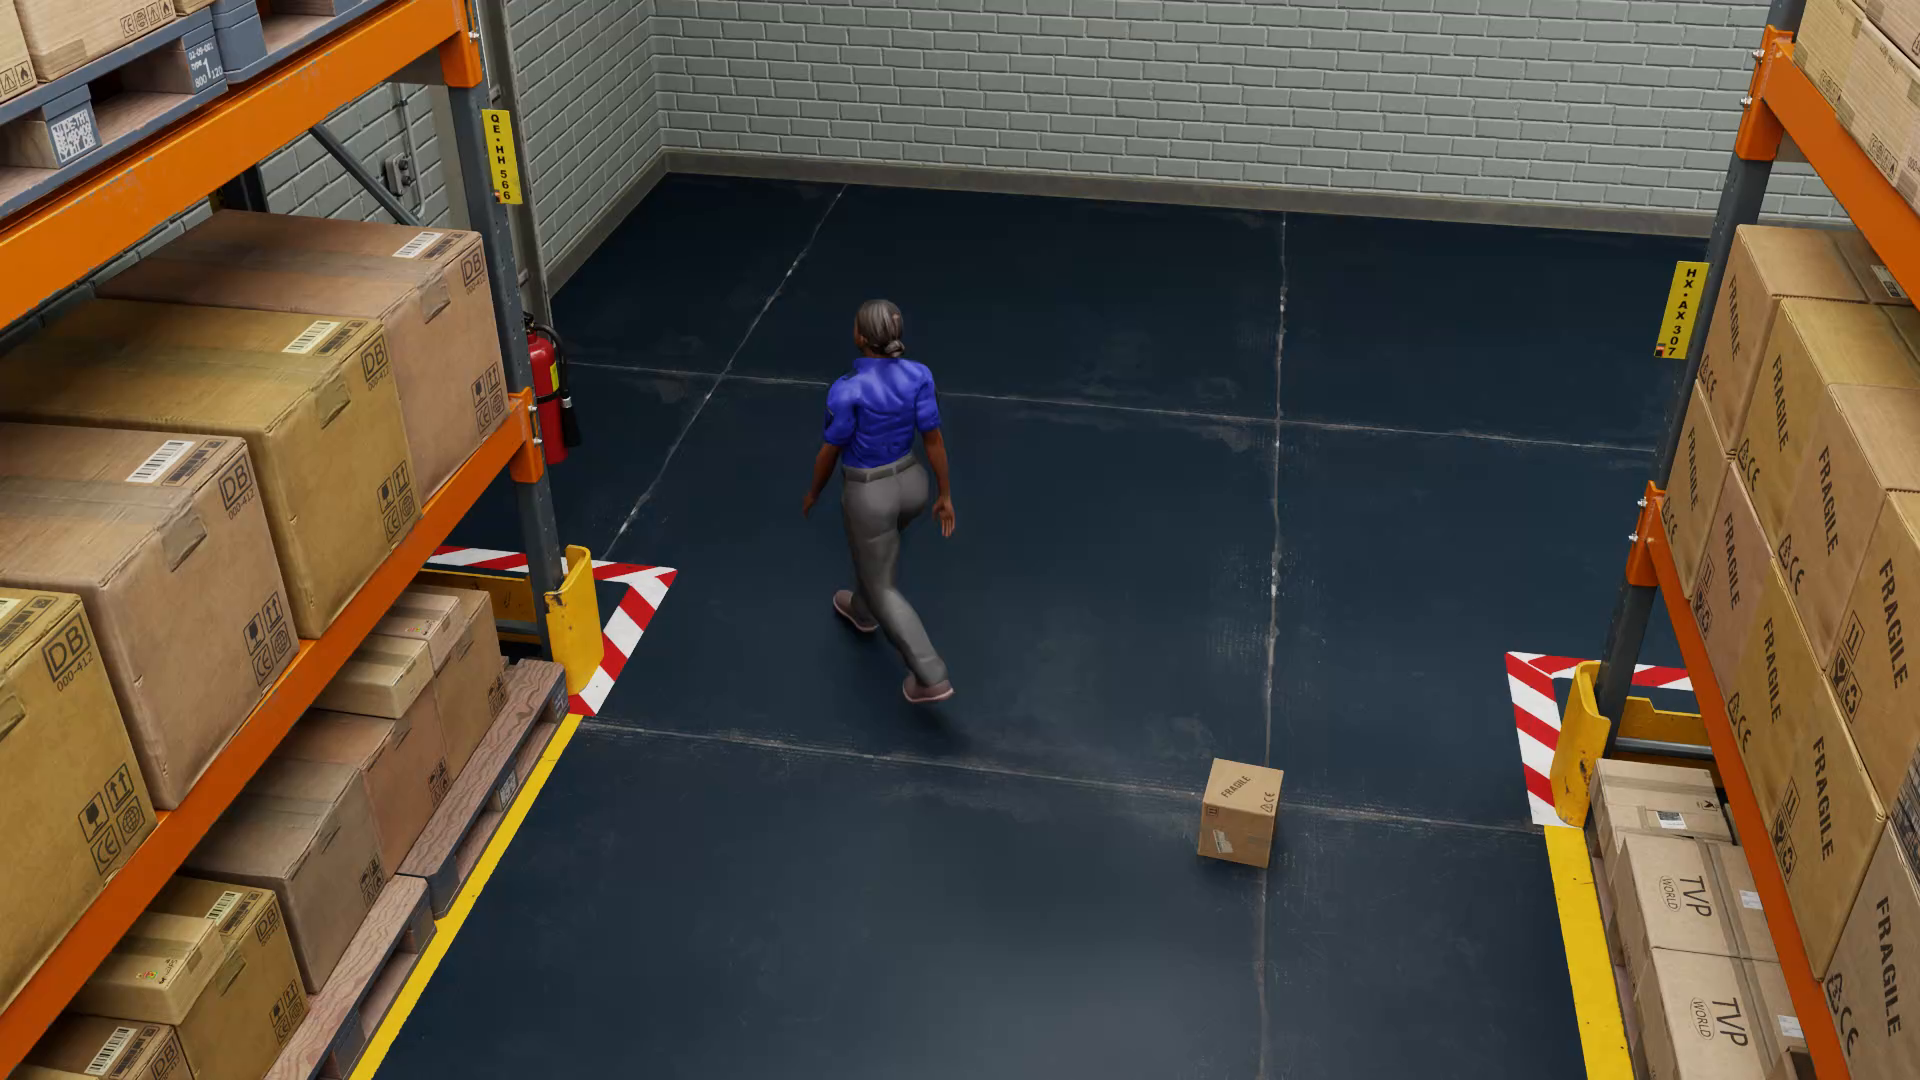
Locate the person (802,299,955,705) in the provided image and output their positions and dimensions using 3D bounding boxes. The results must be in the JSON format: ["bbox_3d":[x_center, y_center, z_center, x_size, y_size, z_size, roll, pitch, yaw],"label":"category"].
[{"bbox_3d":[-0.294,-0.169,6.407,0.468,1.600,1.008,-22,39,-31],"label":"person"}]
